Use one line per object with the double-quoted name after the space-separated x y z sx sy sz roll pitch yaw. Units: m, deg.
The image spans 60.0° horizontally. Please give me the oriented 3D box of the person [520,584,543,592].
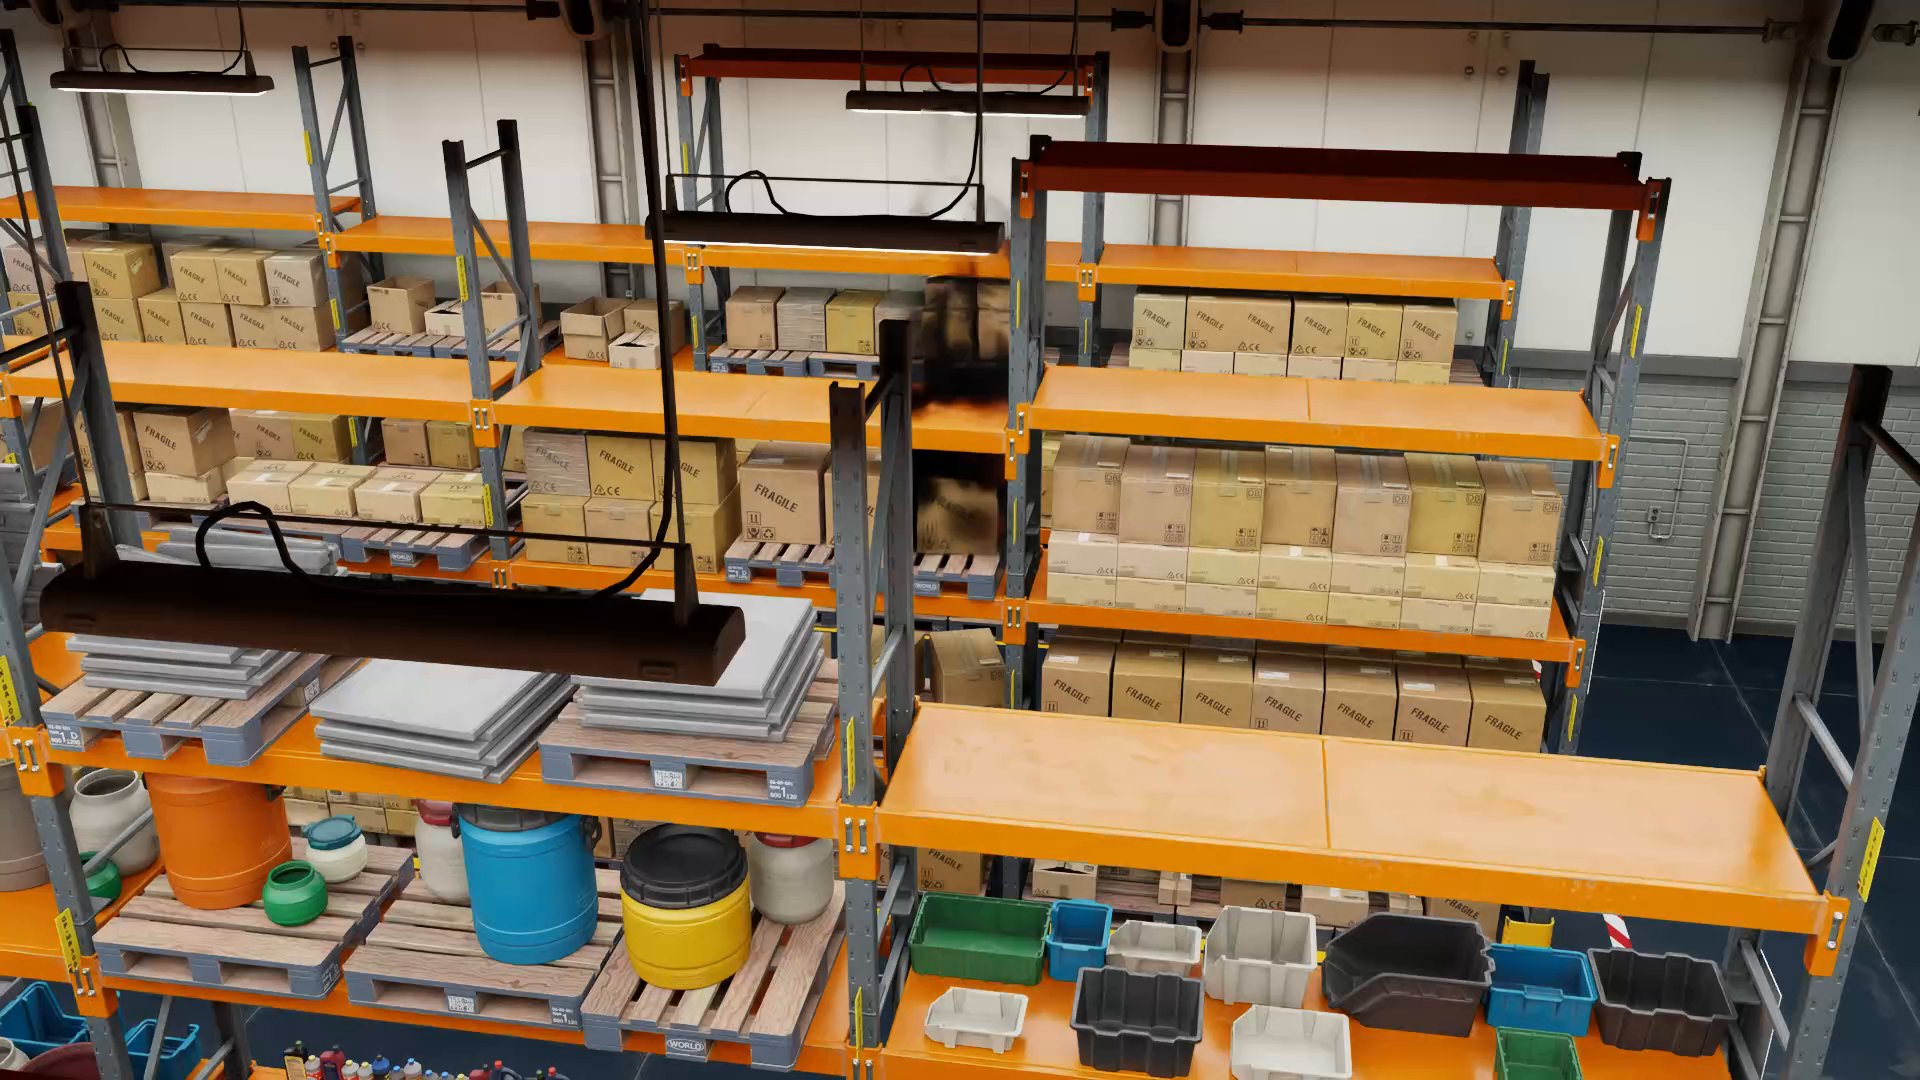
-3.981 1.121 15.666 0.697 1.601 0.628 6 24 14 "person"
